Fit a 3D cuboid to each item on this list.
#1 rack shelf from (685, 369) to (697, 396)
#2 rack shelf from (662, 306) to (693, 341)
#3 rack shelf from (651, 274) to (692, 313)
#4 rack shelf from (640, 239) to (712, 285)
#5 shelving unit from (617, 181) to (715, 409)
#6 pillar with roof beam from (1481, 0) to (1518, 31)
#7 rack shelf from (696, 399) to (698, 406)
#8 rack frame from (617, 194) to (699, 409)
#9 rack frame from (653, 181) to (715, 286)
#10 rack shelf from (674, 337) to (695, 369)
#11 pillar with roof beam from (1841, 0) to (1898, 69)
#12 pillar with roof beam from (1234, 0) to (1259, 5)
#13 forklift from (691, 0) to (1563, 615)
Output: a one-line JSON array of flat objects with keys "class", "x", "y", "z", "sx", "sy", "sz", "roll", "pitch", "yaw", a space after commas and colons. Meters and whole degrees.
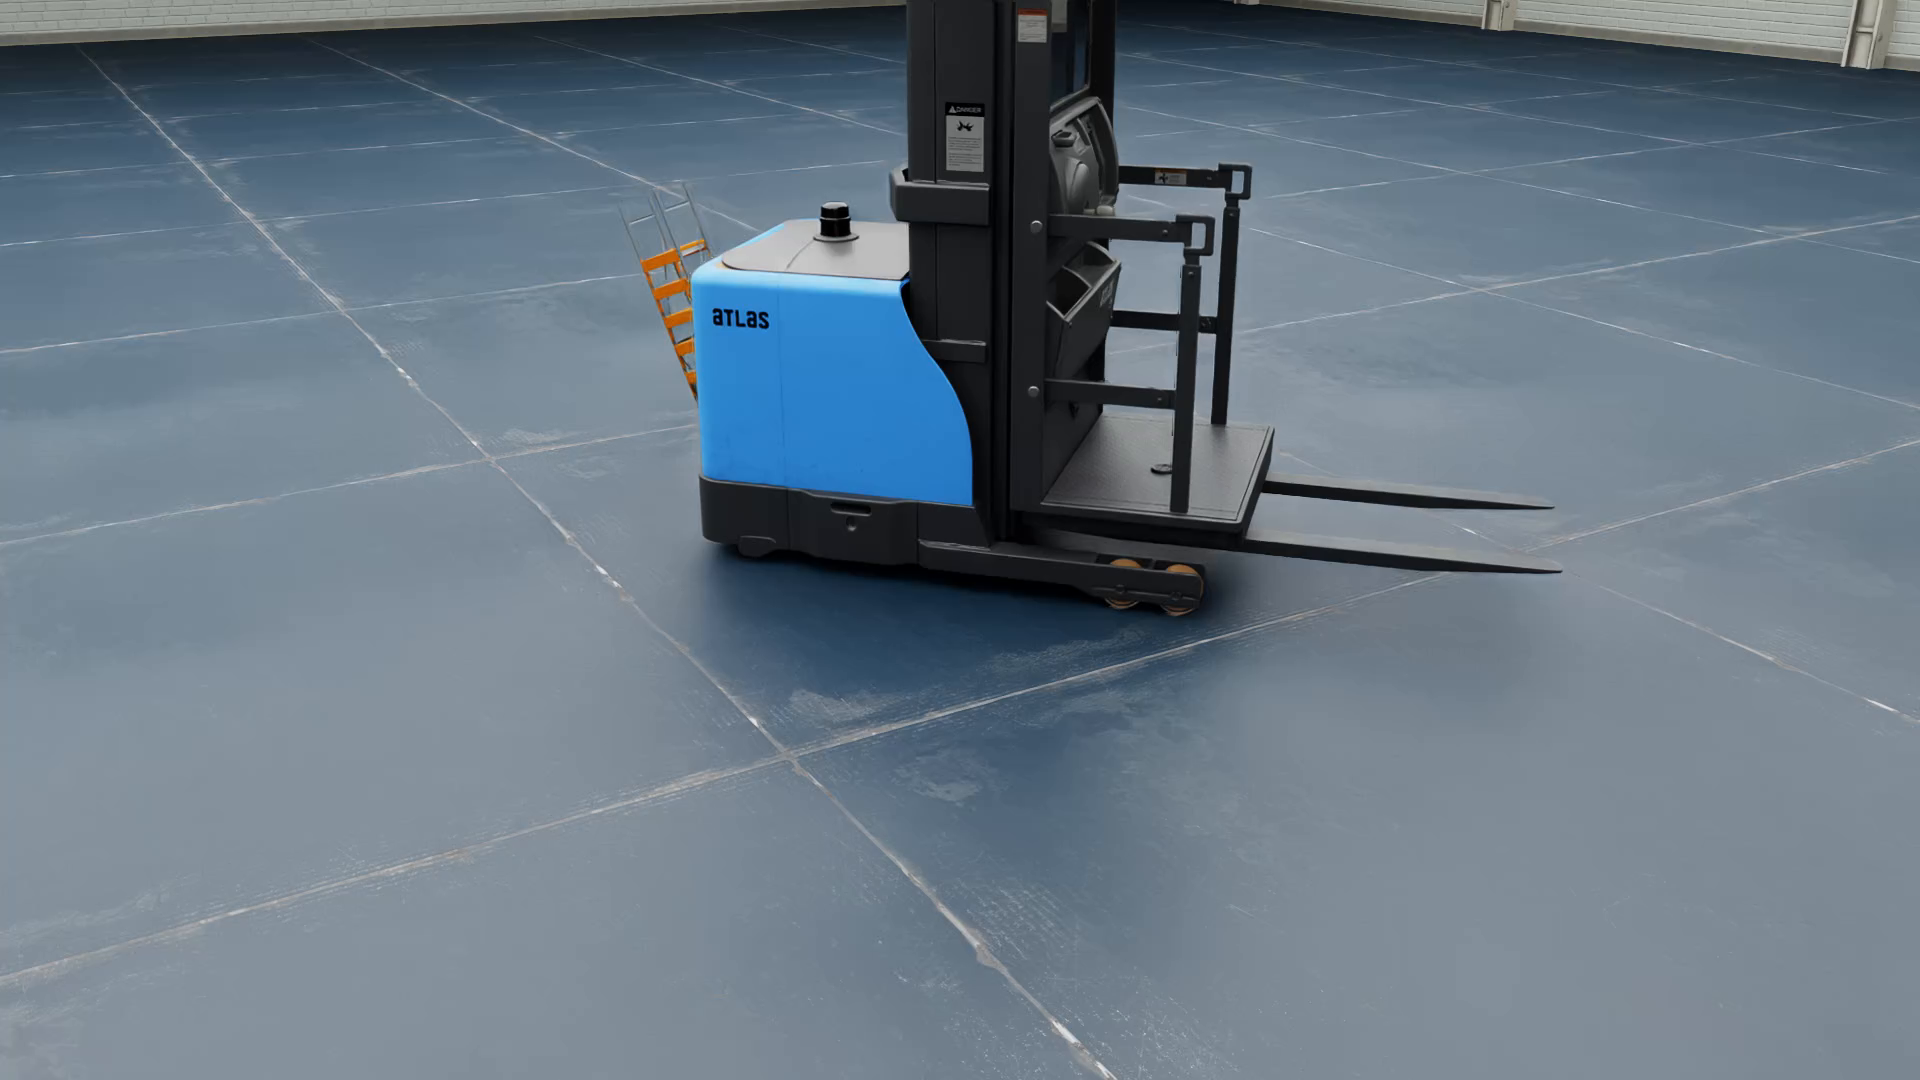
[{"class": "rack shelf", "x": -0.983, "y": -0.697, "z": 6.854, "sx": 0.180, "sy": 0.103, "sz": 0.258, "roll": -13, "pitch": 15, "yaw": 27}, {"class": "rack shelf", "x": -1.064, "y": -0.916, "z": 6.799, "sx": 0.180, "sy": 0.103, "sz": 0.258, "roll": -13, "pitch": 15, "yaw": 27}, {"class": "rack shelf", "x": -1.104, "y": -1.025, "z": 6.771, "sx": 0.180, "sy": 0.103, "sz": 0.258, "roll": -13, "pitch": 15, "yaw": 27}, {"class": "rack shelf", "x": -1.144, "y": -1.135, "z": 6.744, "sx": 0.180, "sy": 0.103, "sz": 0.258, "roll": -13, "pitch": 15, "yaw": 27}, {"class": "shelving unit", "x": -1.038, "y": -0.847, "z": 6.816, "sx": 0.189, "sy": 1.200, "sz": 0.258, "roll": -13, "pitch": 15, "yaw": 27}, {"class": "pillar with roof beam", "x": 4.642, "y": -11.262, "z": 22.069, "sx": 9.100, "sy": 9.000, "sz": 0.400, "roll": -13, "pitch": 25, "yaw": -28}, {"class": "rack shelf", "x": -0.943, "y": -0.587, "z": 6.881, "sx": 0.180, "sy": 0.103, "sz": 0.258, "roll": -13, "pitch": 15, "yaw": 27}, {"class": "rack frame", "x": -1.118, "y": -0.828, "z": 6.857, "sx": 0.006, "sy": 1.200, "sz": 0.240, "roll": -13, "pitch": 15, "yaw": 27}, {"class": "rack frame", "x": -0.959, "y": -0.866, "z": 6.775, "sx": 0.006, "sy": 1.200, "sz": 0.240, "roll": -13, "pitch": 15, "yaw": 27}, {"class": "rack shelf", "x": -1.023, "y": -0.806, "z": 6.826, "sx": 0.180, "sy": 0.103, "sz": 0.258, "roll": -13, "pitch": 15, "yaw": 27}, {"class": "pillar with roof beam", "x": 7.706, "y": -9.320, "z": 17.291, "sx": 9.100, "sy": 9.000, "sz": 0.400, "roll": -13, "pitch": 25, "yaw": -28}, {"class": "pillar with roof beam", "x": 1.577, "y": -13.205, "z": 26.848, "sx": 9.100, "sy": 9.000, "sz": 0.400, "roll": -13, "pitch": 25, "yaw": -28}, {"class": "forklift", "x": 0.617, "y": -1.325, "z": 5.680, "sx": 3.031, "sy": 2.935, "sz": 1.130, "roll": 6, "pitch": 23, "yaw": 15}]
